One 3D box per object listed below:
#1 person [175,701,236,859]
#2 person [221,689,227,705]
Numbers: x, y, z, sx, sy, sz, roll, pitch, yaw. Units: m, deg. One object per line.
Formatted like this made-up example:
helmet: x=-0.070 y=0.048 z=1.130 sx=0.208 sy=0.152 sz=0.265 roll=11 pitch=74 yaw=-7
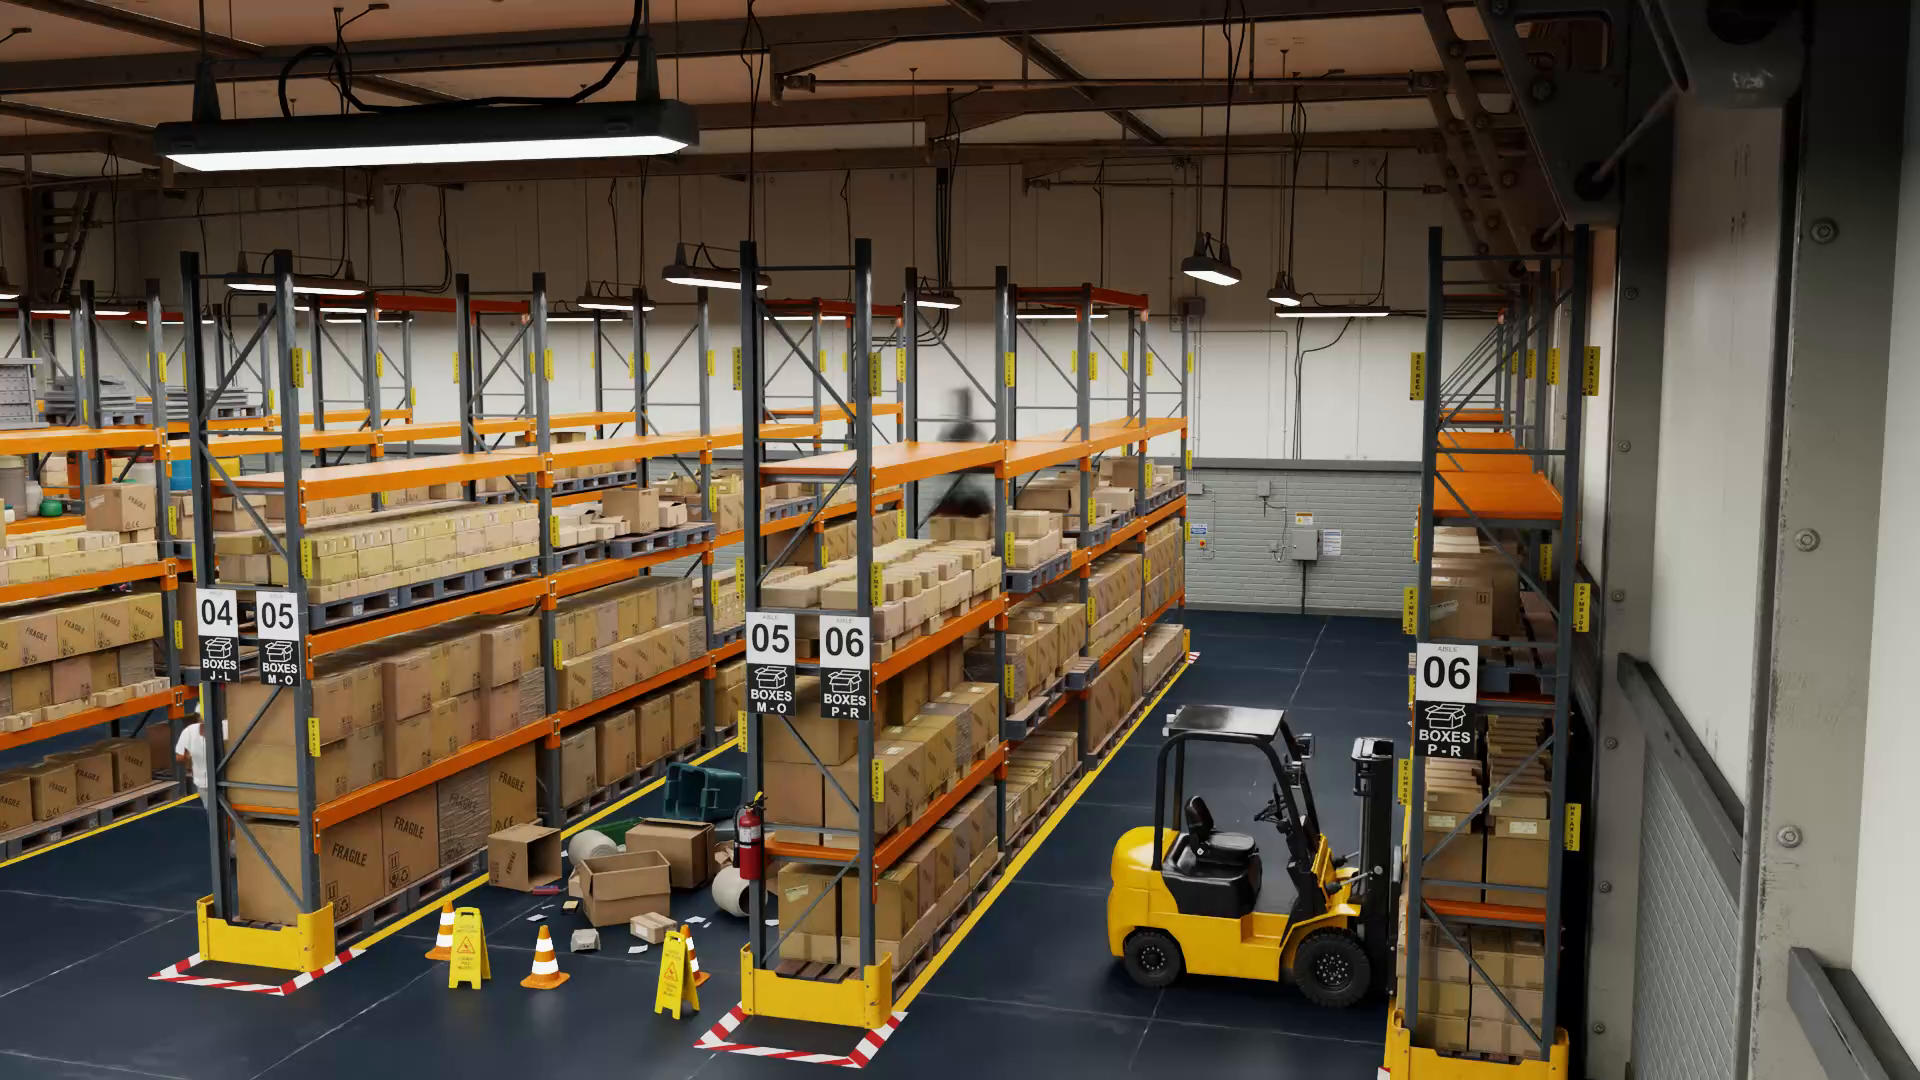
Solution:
person: x=-7.418 y=2.455 z=16.612 sx=0.674 sy=1.827 sz=0.863 roll=0 pitch=6 yaw=3
person: x=-10.086 y=1.744 z=22.574 sx=0.653 sy=1.809 sz=0.917 roll=1 pitch=6 yaw=6
